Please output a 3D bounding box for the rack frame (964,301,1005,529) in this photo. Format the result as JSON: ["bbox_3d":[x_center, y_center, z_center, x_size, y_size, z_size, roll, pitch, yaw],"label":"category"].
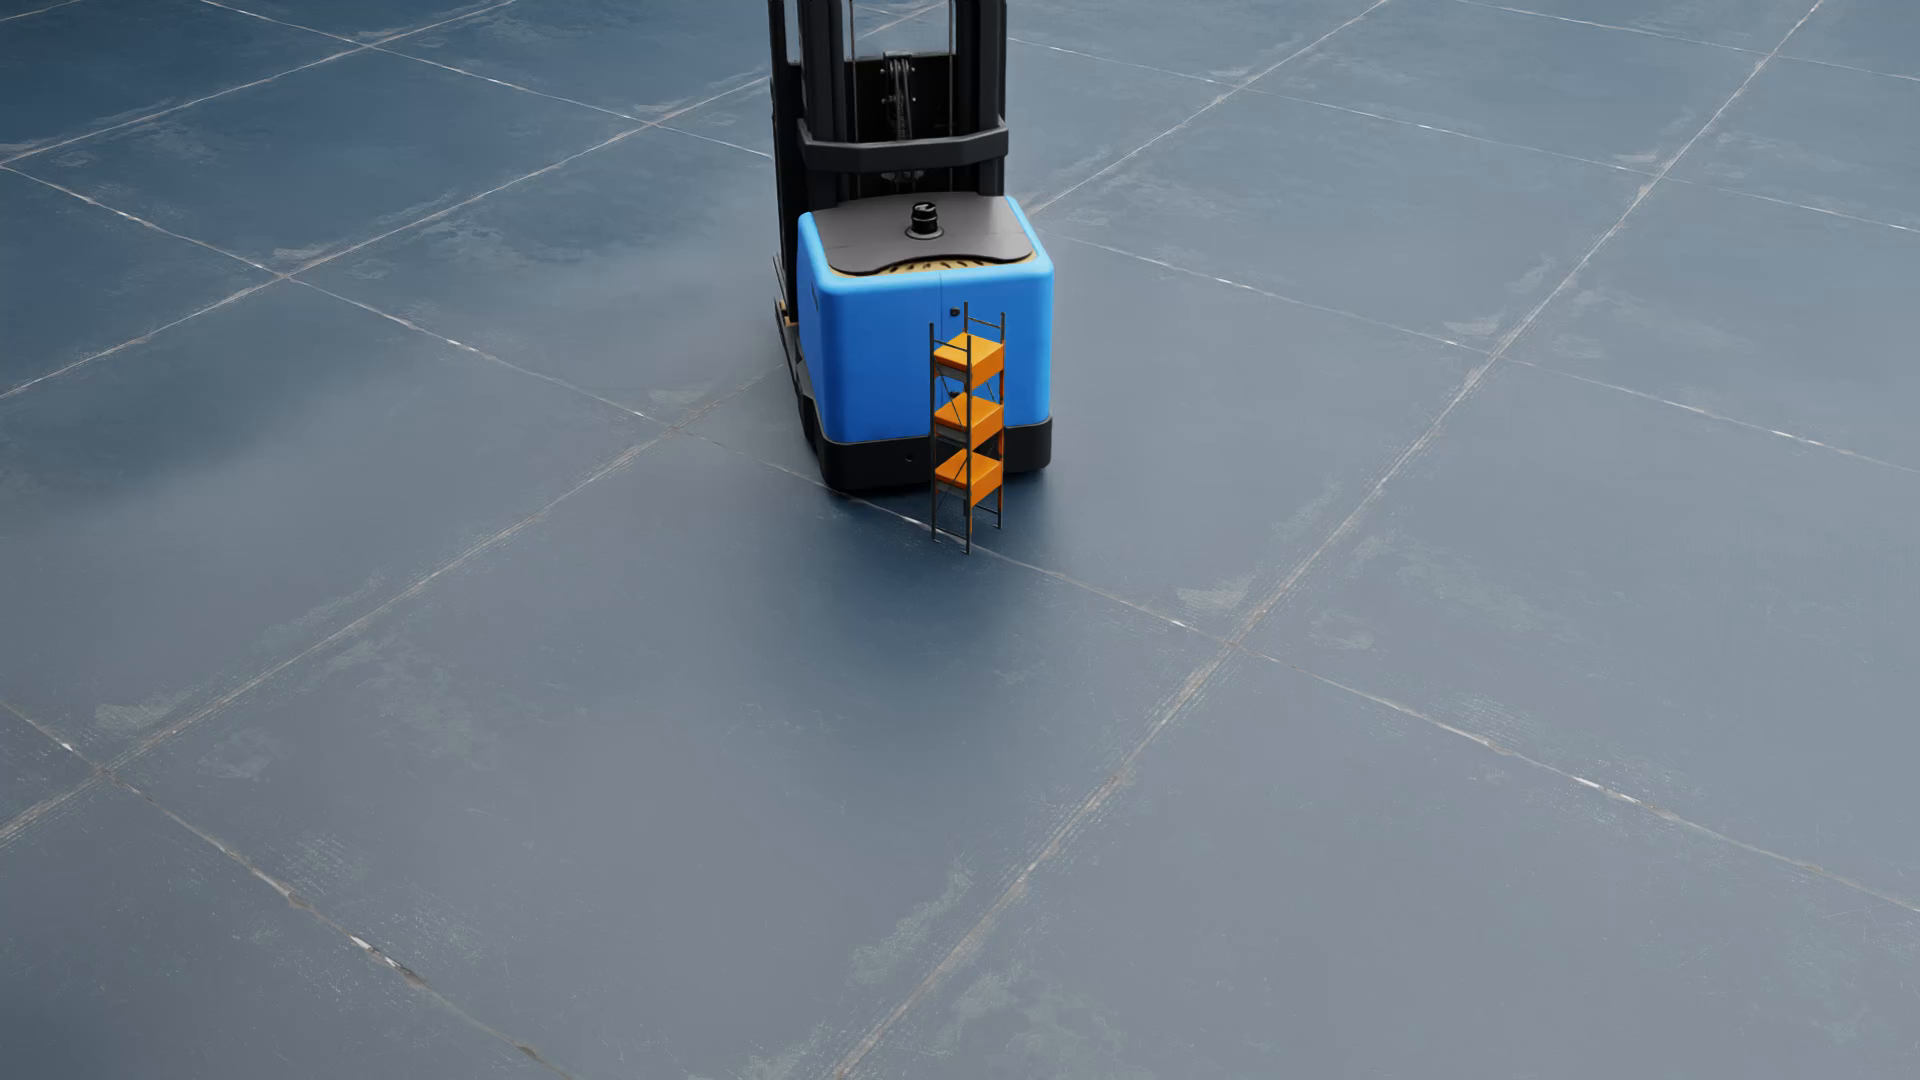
[{"bbox_3d":[0.100,-0.516,7.075,0.200,1.050,0.008,21,39,28],"label":"rack frame"}]

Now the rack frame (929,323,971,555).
[{"bbox_3d":[-0.039,-0.403,6.909,0.200,1.050,0.008,21,39,28],"label":"rack frame"}]

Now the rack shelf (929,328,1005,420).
[{"bbox_3d":[0.031,-0.686,6.839,0.215,0.259,0.240,21,39,28],"label":"rack shelf"}]

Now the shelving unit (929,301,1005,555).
[{"bbox_3d":[0.031,-0.460,6.992,0.215,1.050,0.252,21,39,28],"label":"shelving unit"}]

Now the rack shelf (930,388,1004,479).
[{"bbox_3d":[0.031,-0.451,6.998,0.215,0.259,0.240,21,39,28],"label":"rack shelf"}]

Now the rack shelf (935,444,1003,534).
[{"bbox_3d":[0.031,-0.221,7.154,0.215,0.259,0.240,21,39,28],"label":"rack shelf"}]

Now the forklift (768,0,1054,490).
[{"bbox_3d":[-0.376,-2.256,7.969,1.130,2.935,3.031,-6,35,-9],"label":"forklift"}]
